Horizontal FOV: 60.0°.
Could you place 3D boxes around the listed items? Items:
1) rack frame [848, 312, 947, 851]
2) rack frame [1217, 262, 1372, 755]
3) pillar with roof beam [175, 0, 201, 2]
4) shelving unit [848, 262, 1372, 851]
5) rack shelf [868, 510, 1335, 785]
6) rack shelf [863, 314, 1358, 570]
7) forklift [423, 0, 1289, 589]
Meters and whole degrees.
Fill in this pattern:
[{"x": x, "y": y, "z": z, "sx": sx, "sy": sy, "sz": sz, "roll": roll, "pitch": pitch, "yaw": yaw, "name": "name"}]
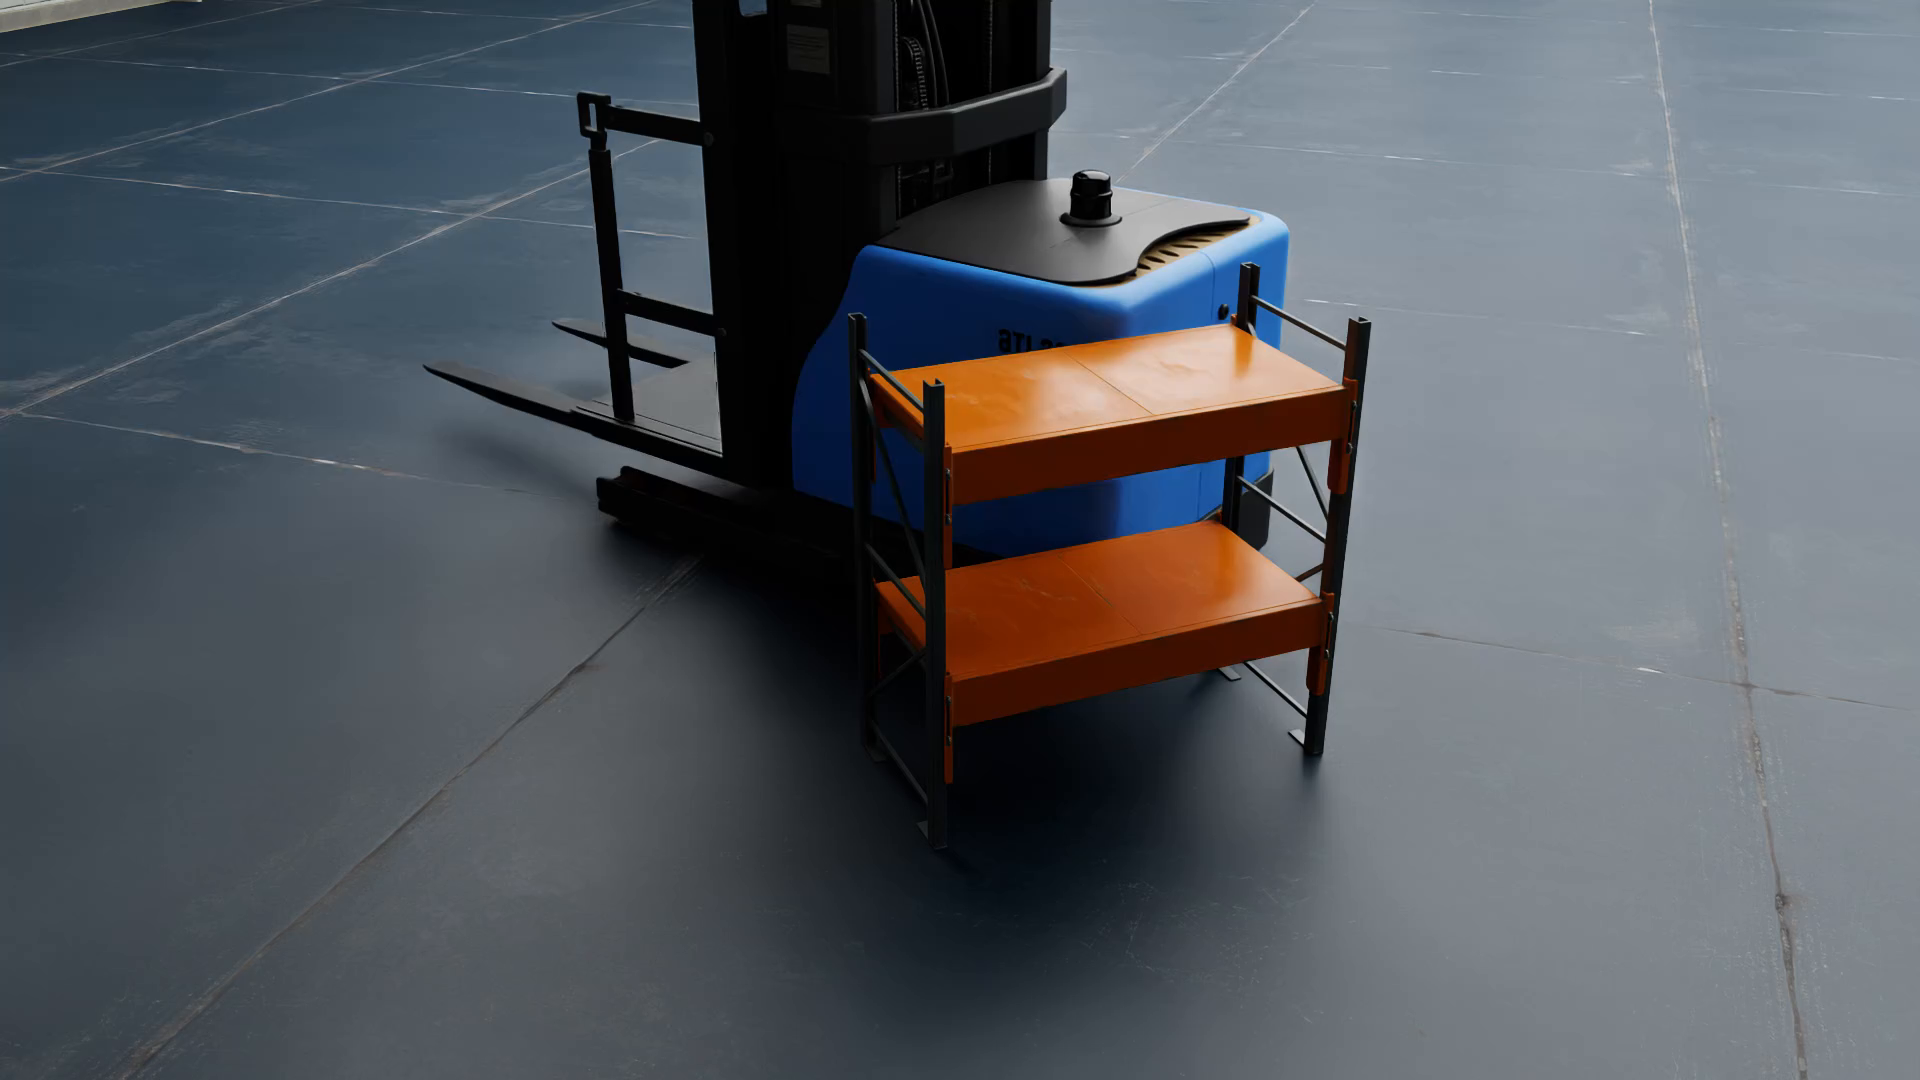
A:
[{"x": -0.141, "y": 0.100, "z": 3.753, "sx": 0.032, "sy": 1.125, "sz": 0.500, "roll": -10, "pitch": 28, "yaw": -20, "name": "rack frame"}, {"x": 0.796, "y": -0.072, "z": 4.109, "sx": 0.032, "sy": 1.125, "sz": 0.500, "roll": -10, "pitch": 28, "yaw": -20, "name": "rack frame"}, {"x": -3.271, "y": -8.647, "z": 12.783, "sx": 9.100, "sy": 9.000, "sz": 0.400, "roll": 9, "pitch": 27, "yaw": 17, "name": "pillar with roof beam"}, {"x": 0.328, "y": 0.014, "z": 3.931, "sx": 1.048, "sy": 1.125, "sz": 0.538, "roll": -10, "pitch": 28, "yaw": -20, "name": "shelving unit"}, {"x": 0.328, "y": 0.234, "z": 4.038, "sx": 1.000, "sy": 0.278, "sz": 0.538, "roll": -10, "pitch": 28, "yaw": -20, "name": "rack shelf"}, {"x": 0.328, "y": -0.250, "z": 3.803, "sx": 1.000, "sy": 0.278, "sz": 0.538, "roll": -10, "pitch": 28, "yaw": -20, "name": "rack shelf"}, {"x": -0.545, "y": -1.482, "z": 4.947, "sx": 3.031, "sy": 2.935, "sz": 1.130, "roll": 18, "pitch": 31, "yaw": 32, "name": "forklift"}]
